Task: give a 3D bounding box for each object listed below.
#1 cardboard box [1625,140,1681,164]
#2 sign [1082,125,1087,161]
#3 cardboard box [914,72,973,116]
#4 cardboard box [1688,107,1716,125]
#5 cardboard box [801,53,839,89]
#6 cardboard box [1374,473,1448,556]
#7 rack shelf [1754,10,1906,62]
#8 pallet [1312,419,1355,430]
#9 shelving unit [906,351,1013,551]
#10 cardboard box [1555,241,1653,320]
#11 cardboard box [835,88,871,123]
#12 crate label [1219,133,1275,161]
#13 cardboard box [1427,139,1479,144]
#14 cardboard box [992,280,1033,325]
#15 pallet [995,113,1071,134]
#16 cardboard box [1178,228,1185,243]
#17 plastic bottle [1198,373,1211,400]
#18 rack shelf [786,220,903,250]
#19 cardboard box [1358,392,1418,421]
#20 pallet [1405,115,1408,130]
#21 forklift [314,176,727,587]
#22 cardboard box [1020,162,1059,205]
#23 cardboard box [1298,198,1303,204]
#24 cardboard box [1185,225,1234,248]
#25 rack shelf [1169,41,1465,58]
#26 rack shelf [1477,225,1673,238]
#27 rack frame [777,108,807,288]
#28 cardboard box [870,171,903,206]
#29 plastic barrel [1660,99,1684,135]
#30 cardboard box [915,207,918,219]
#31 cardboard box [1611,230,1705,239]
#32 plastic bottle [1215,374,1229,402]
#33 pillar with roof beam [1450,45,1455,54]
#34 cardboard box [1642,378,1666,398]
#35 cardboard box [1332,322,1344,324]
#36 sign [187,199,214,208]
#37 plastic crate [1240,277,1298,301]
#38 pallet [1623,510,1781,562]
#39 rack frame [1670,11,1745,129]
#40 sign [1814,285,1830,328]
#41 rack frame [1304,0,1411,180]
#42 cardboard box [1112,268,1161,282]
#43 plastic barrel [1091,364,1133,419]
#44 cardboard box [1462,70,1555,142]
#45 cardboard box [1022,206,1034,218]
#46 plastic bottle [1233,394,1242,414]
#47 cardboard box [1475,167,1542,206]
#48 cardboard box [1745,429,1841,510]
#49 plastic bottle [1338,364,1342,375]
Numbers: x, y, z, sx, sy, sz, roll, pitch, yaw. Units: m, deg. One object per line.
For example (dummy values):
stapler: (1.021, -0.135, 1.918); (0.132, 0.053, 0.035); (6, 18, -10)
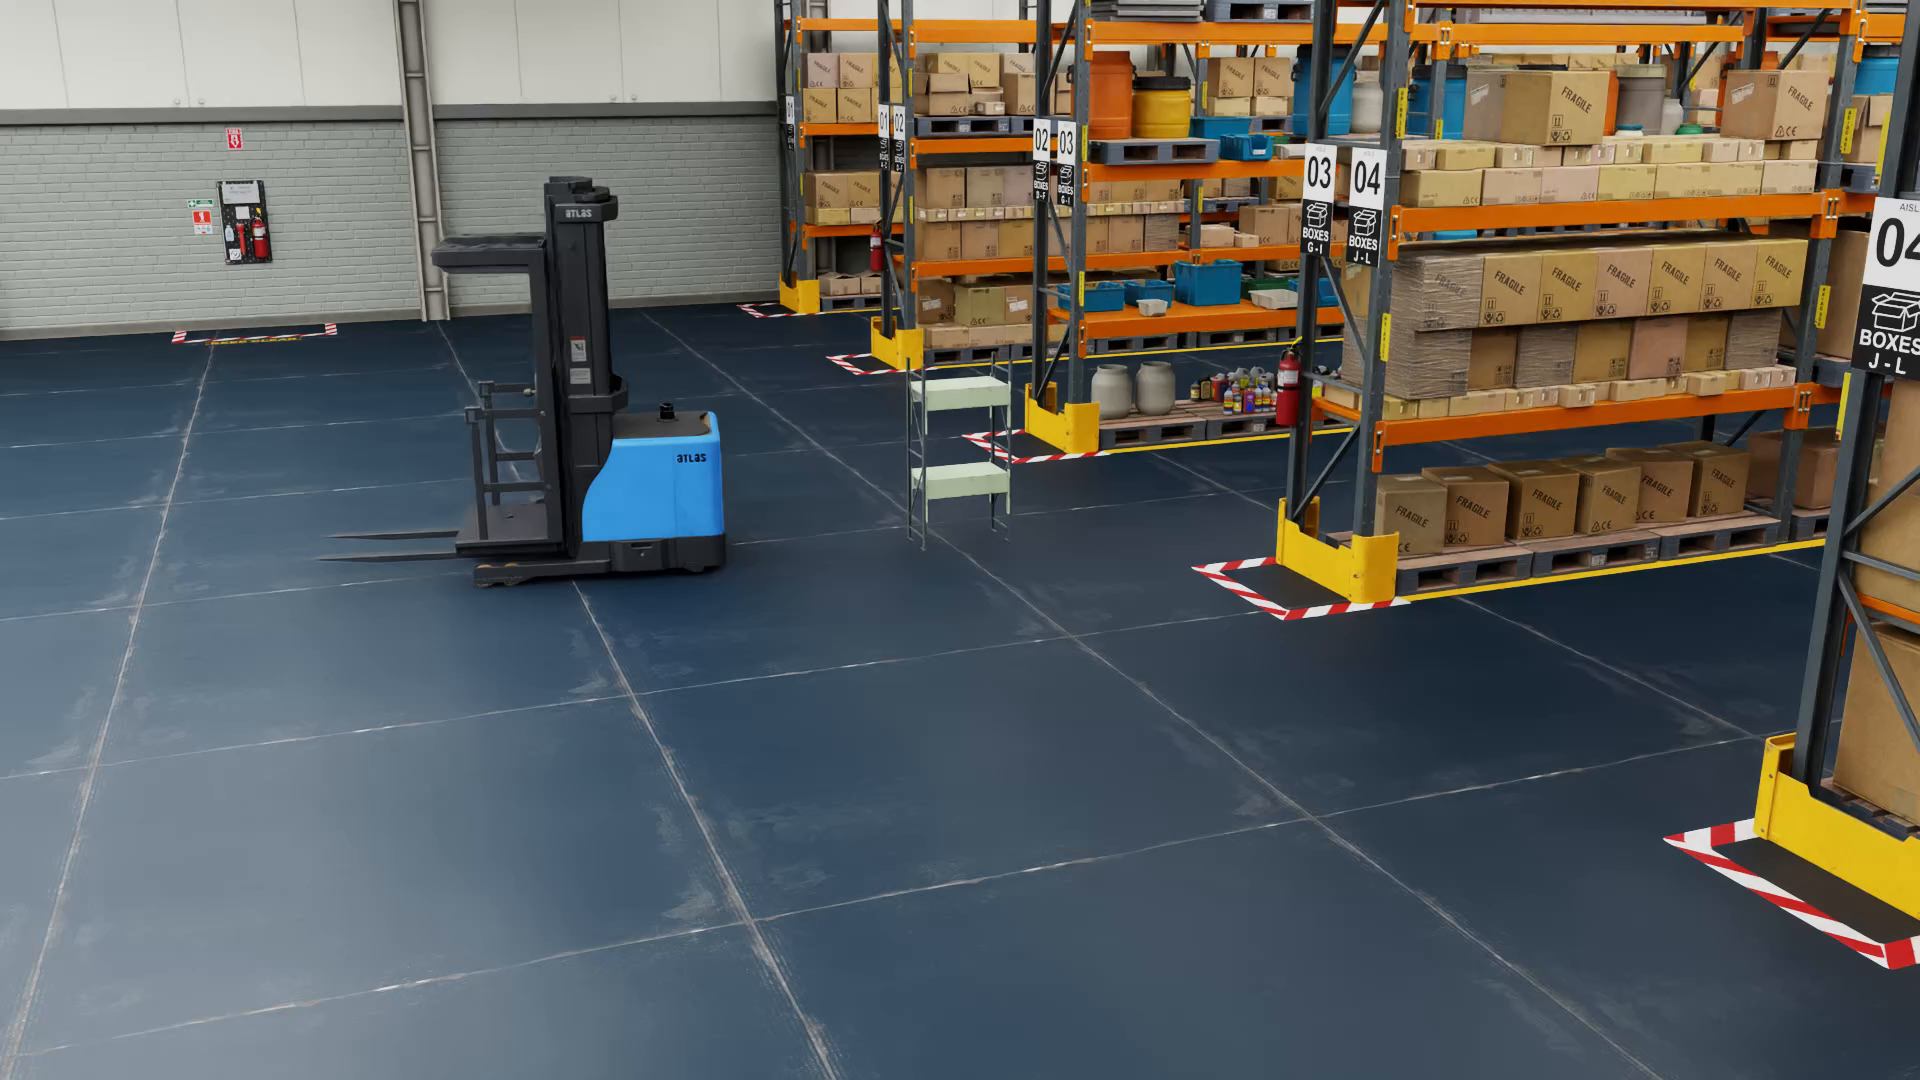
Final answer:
cardboard box: (5.058, -2.853, 12.224); (0.250, 0.149, 0.380); (-5, 17, -17)
sign: (1.172, -3.735, 15.655); (0.005, 0.325, 0.100); (-6, 17, -20)
cardboard box: (-0.251, -5.555, 20.690); (0.637, 0.503, 0.797); (-5, 17, -16)
cardboard box: (10.959, -6.302, 24.677); (0.500, 0.250, 0.500); (-6, 17, -20)
cardboard box: (-2.119, -6.995, 24.784); (0.500, 0.500, 0.500); (-8, 18, -24)
cardboard box: (3.341, -0.195, 12.628); (0.500, 0.500, 0.500); (-3, 17, -10)
rack shelf: (8.354, -4.080, 13.508); (4.000, 0.370, 1.077); (-6, 17, -20)
pallet: (4.072, -1.446, 18.147); (1.213, 0.211, 1.003); (-6, 17, -20)
shelving unit: (-0.006, -0.719, 13.385); (0.755, 1.500, 0.431); (-6, 17, -20)
cardboard box: (4.763, -1.939, 12.399); (0.500, 0.500, 0.500); (-6, 17, -20)
cardboard box: (-1.650, -6.553, 25.054); (0.500, 0.500, 0.500); (-5, 17, -16)
crate label: (2.845, -3.907, 16.519); (0.408, 0.251, 0.502); (-6, 17, -20)
cardboard box: (3.626, -2.886, 12.337); (0.250, 0.149, 0.380); (-6, 17, -20)
cardboard box: (0.719, -3.083, 21.577); (0.500, 0.500, 0.500); (-6, 17, -20)
pallet: (1.021, -5.326, 21.245); (1.213, 0.211, 1.003); (-6, 17, -20)
cardboard box: (3.696, -5.095, 27.948); (0.500, 0.250, 0.500); (-6, 17, -19)
plastic bottle: (2.640, -1.662, 17.974); (0.133, 0.283, 0.061); (-6, 17, -19)
rack shelf: (-0.698, -4.900, 26.238); (4.000, 0.370, 1.077); (-6, 17, -20)
cardboard box: (3.103, -0.979, 12.056); (0.250, 0.149, 0.380); (-6, 17, -20)
pallet: (6.079, -5.804, 23.050); (1.003, 0.211, 1.213); (-5, 17, -18)
forklift: (-3.355, -1.216, 12.539); (3.031, 2.935, 1.130); (-3, 17, -10)
cardboard box: (1.128, -4.616, 21.514); (0.500, 0.500, 0.700); (-6, 17, -20)
cardboard box: (5.812, -5.739, 28.229); (0.250, 0.149, 0.380); (-6, 17, -18)
cardboard box: (3.390, -4.133, 22.616); (0.500, 0.250, 0.500); (-5, 17, -17)
rack shelf: (4.813, -6.687, 22.385); (4.000, 0.370, 1.077); (-6, 17, -20)
rack shelf: (8.548, -4.404, 24.548); (4.000, 0.370, 1.077); (-6, 17, -20)
rack frame: (-2.566, -5.044, 25.450); (0.127, 3.000, 1.000); (-6, 17, -20)
cardboard box: (-1.062, -5.408, 25.590); (0.500, 0.500, 0.500); (-7, 18, -22)
plastic barrel: (8.050, -4.786, 19.050); (0.421, 0.512, 0.421); (0, 16, 0)
cardboard box: (-0.501, -4.189, 21.209); (0.250, 0.149, 0.380); (-6, 18, -21)
cardboard box: (5.509, -2.178, 13.213); (0.500, 0.500, 0.500); (-6, 17, -20)
plastic bottle: (2.821, -1.636, 17.884); (0.133, 0.283, 0.061); (-6, 17, -20)
pillar with roof beam: (10.524, -8.297, 25.883); (0.400, 9.000, 9.100); (-6, 17, -20)
cardboard box: (5.206, -1.205, 12.823); (0.250, 0.149, 0.380); (-6, 17, -20)
cardboard box: (5.326, -3.209, 23.339); (0.500, 0.250, 0.500); (-6, 17, -19)
sign: (-10.691, -4.739, 23.408); (0.331, 0.109, 0.001); (-6, 17, -20)
plastic crate: (3.346, -2.676, 17.764); (0.662, 0.188, 0.450); (-6, 17, -20)
pallet: (5.872, -0.122, 13.640); (1.213, 0.211, 1.003); (-6, 17, -20)
rack frame: (8.450, -6.122, 18.475); (0.127, 3.000, 1.000); (-6, 17, -20)
sign: (6.688, -1.811, 12.904); (0.005, 0.325, 0.100); (-6, 17, -20)
rack frame: (2.752, -4.012, 11.291); (0.127, 3.000, 1.000); (-6, 17, -20)
cardboard box: (2.401, -3.422, 22.730); (0.500, 0.500, 0.500); (-6, 17, -20)
plastic barrel: (1.567, -1.531, 17.159); (0.421, 0.512, 0.421); (0, 16, 0)
cardboard box: (4.109, -3.227, 12.346); (0.500, 0.500, 0.500); (-6, 17, -20)
cardboard box: (0.856, -4.213, 21.293); (0.250, 0.149, 0.380); (-6, 18, -21)
plastic bottle: (2.881, -1.417, 17.285); (0.097, 0.201, 0.097); (0, 16, 0)
cardboard box: (3.773, -2.535, 11.851); (0.500, 0.250, 0.500); (-7, 18, -21)
cardboard box: (7.068, -0.605, 13.991); (0.500, 0.500, 0.700); (-8, 18, -24)
plastic bottle: (4.260, -1.826, 18.553); (0.097, 0.271, 0.097); (0, 16, 0)
